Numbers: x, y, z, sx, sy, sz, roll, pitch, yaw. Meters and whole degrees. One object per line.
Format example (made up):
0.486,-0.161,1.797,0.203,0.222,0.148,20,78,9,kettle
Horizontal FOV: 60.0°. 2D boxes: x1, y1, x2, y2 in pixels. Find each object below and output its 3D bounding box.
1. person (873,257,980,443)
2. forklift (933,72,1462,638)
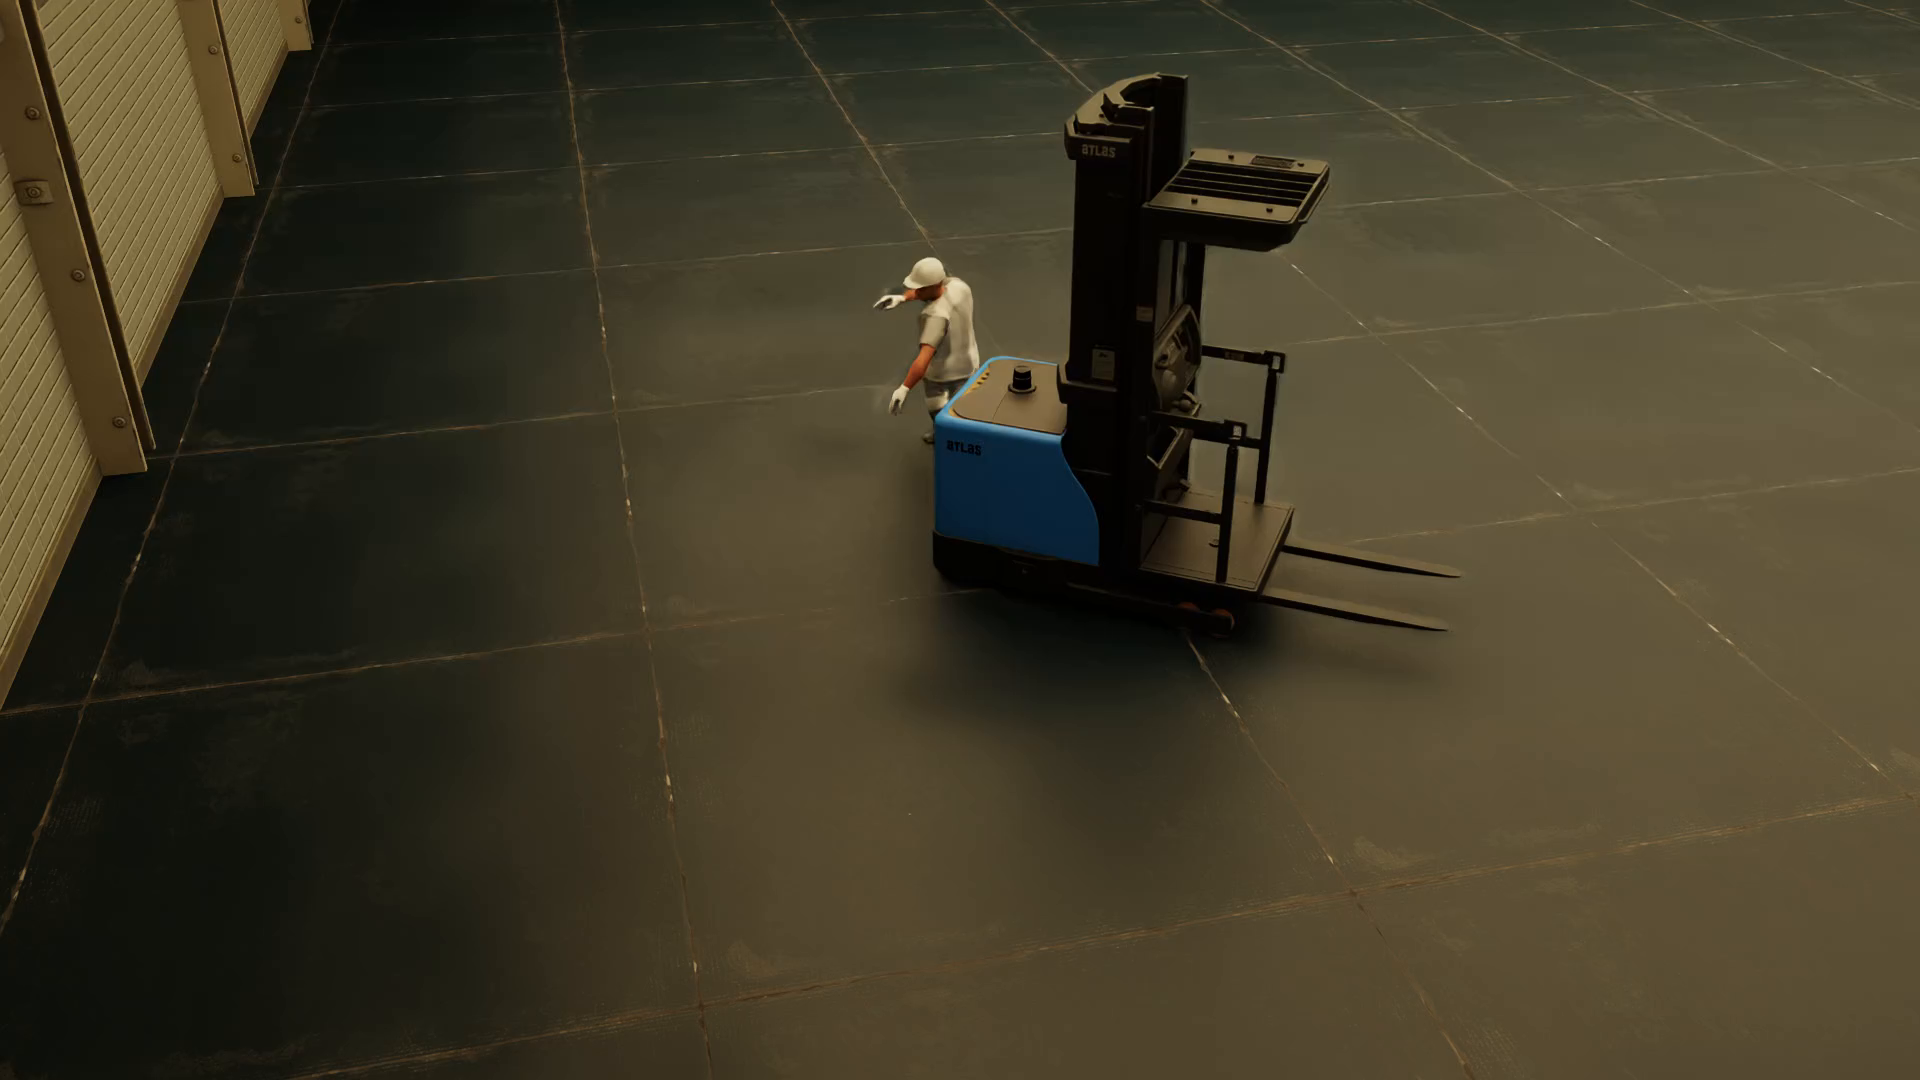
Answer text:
-0.213,-1.144,11.023,0.745,1.540,0.973,-10,32,-17,person
1.407,-1.008,9.316,3.031,2.935,1.130,11,32,18,forklift
